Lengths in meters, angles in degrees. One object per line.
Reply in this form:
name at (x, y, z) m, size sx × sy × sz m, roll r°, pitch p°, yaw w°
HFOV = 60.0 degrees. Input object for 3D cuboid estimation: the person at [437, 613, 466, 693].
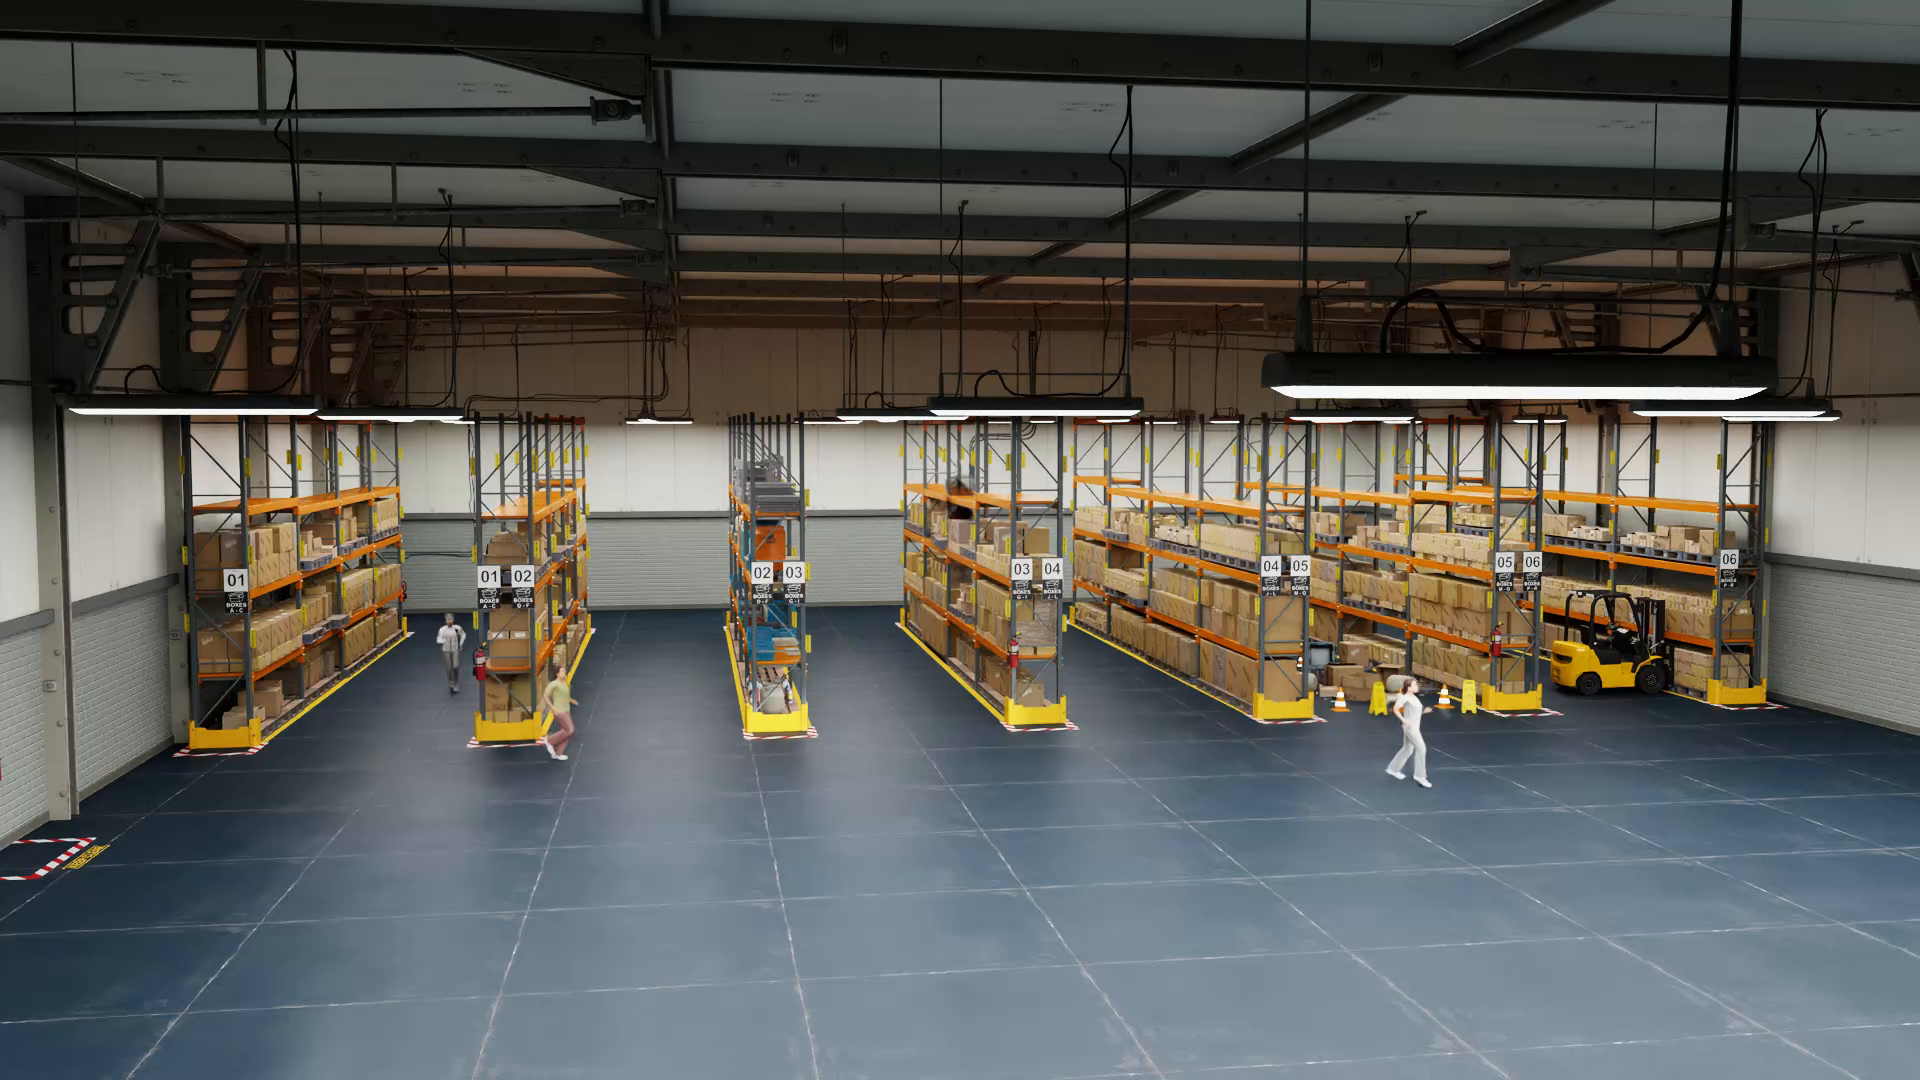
person at (-11.018, 2.439, 36.020) m, size 0.590 × 1.740 × 0.726 m, roll -1°, pitch 4°, yaw -13°

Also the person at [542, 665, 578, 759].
person at (-6.860, 2.956, 28.628) m, size 0.547 × 1.607 × 0.578 m, roll 1°, pitch 4°, yaw 15°

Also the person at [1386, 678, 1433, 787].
person at (7.207, 3.065, 26.653) m, size 0.742 × 1.719 × 0.551 m, roll 2°, pitch 4°, yaw 26°
